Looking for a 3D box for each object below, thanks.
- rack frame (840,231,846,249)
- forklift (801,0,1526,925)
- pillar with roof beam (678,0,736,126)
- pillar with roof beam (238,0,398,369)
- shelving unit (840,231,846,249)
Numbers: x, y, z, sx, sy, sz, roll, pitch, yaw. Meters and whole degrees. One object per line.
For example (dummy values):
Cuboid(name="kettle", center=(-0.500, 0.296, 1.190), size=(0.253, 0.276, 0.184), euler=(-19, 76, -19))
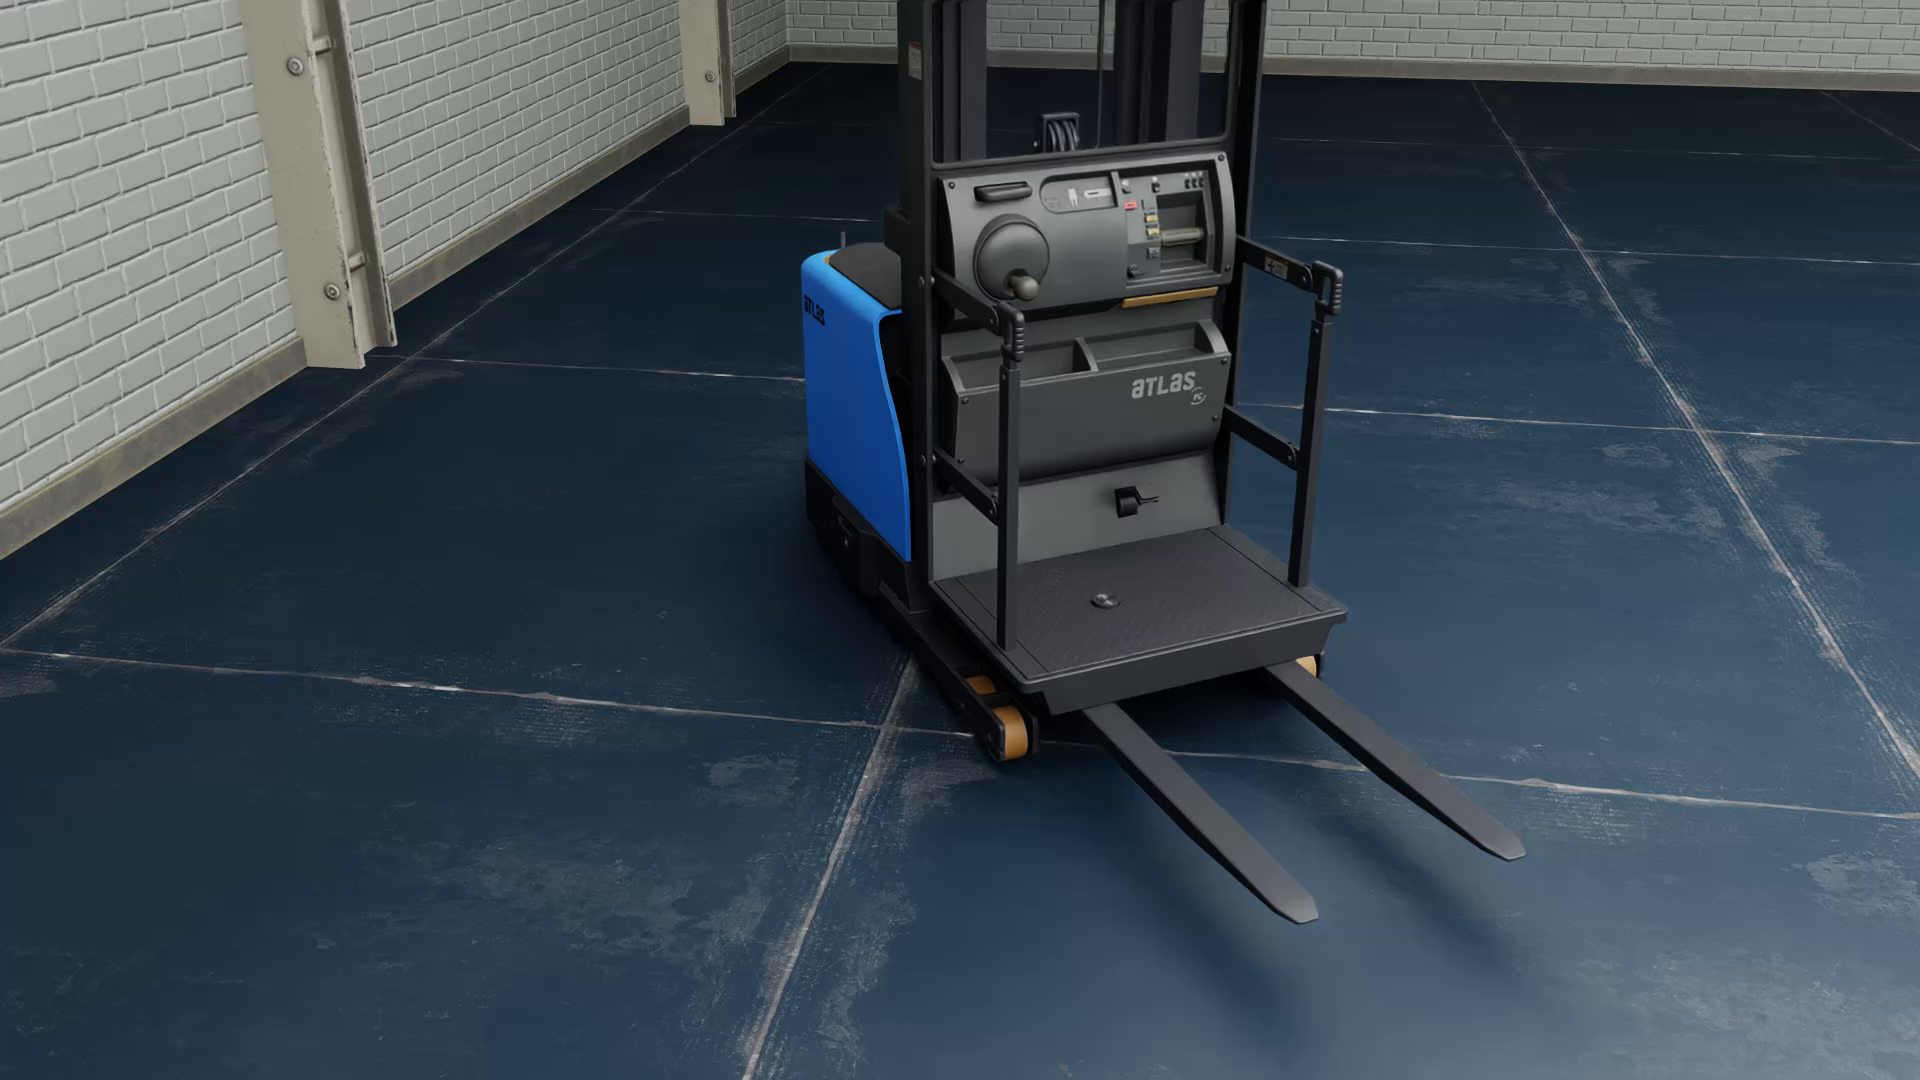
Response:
Cuboid(name="rack frame", center=(-0.357, -0.697, 6.501), size=(0.200, 1.050, 0.008), euler=(-11, 27, -21))
Cuboid(name="forklift", center=(0.477, -0.885, 4.684), size=(1.130, 2.935, 3.031), euler=(-11, 27, -21))
Cuboid(name="pillar with roof beam", center=(2.219, -7.203, 11.024), size=(9.100, 9.000, 0.400), euler=(4, 25, 9))
Cuboid(name="pillar with roof beam", center=(1.238, -4.694, 5.663), size=(9.100, 9.000, 0.400), euler=(4, 25, 9))
Cuboid(name="shelving unit", center=(-0.308, -0.650, 6.400), size=(0.215, 1.050, 0.252), euler=(-11, 27, -21))
